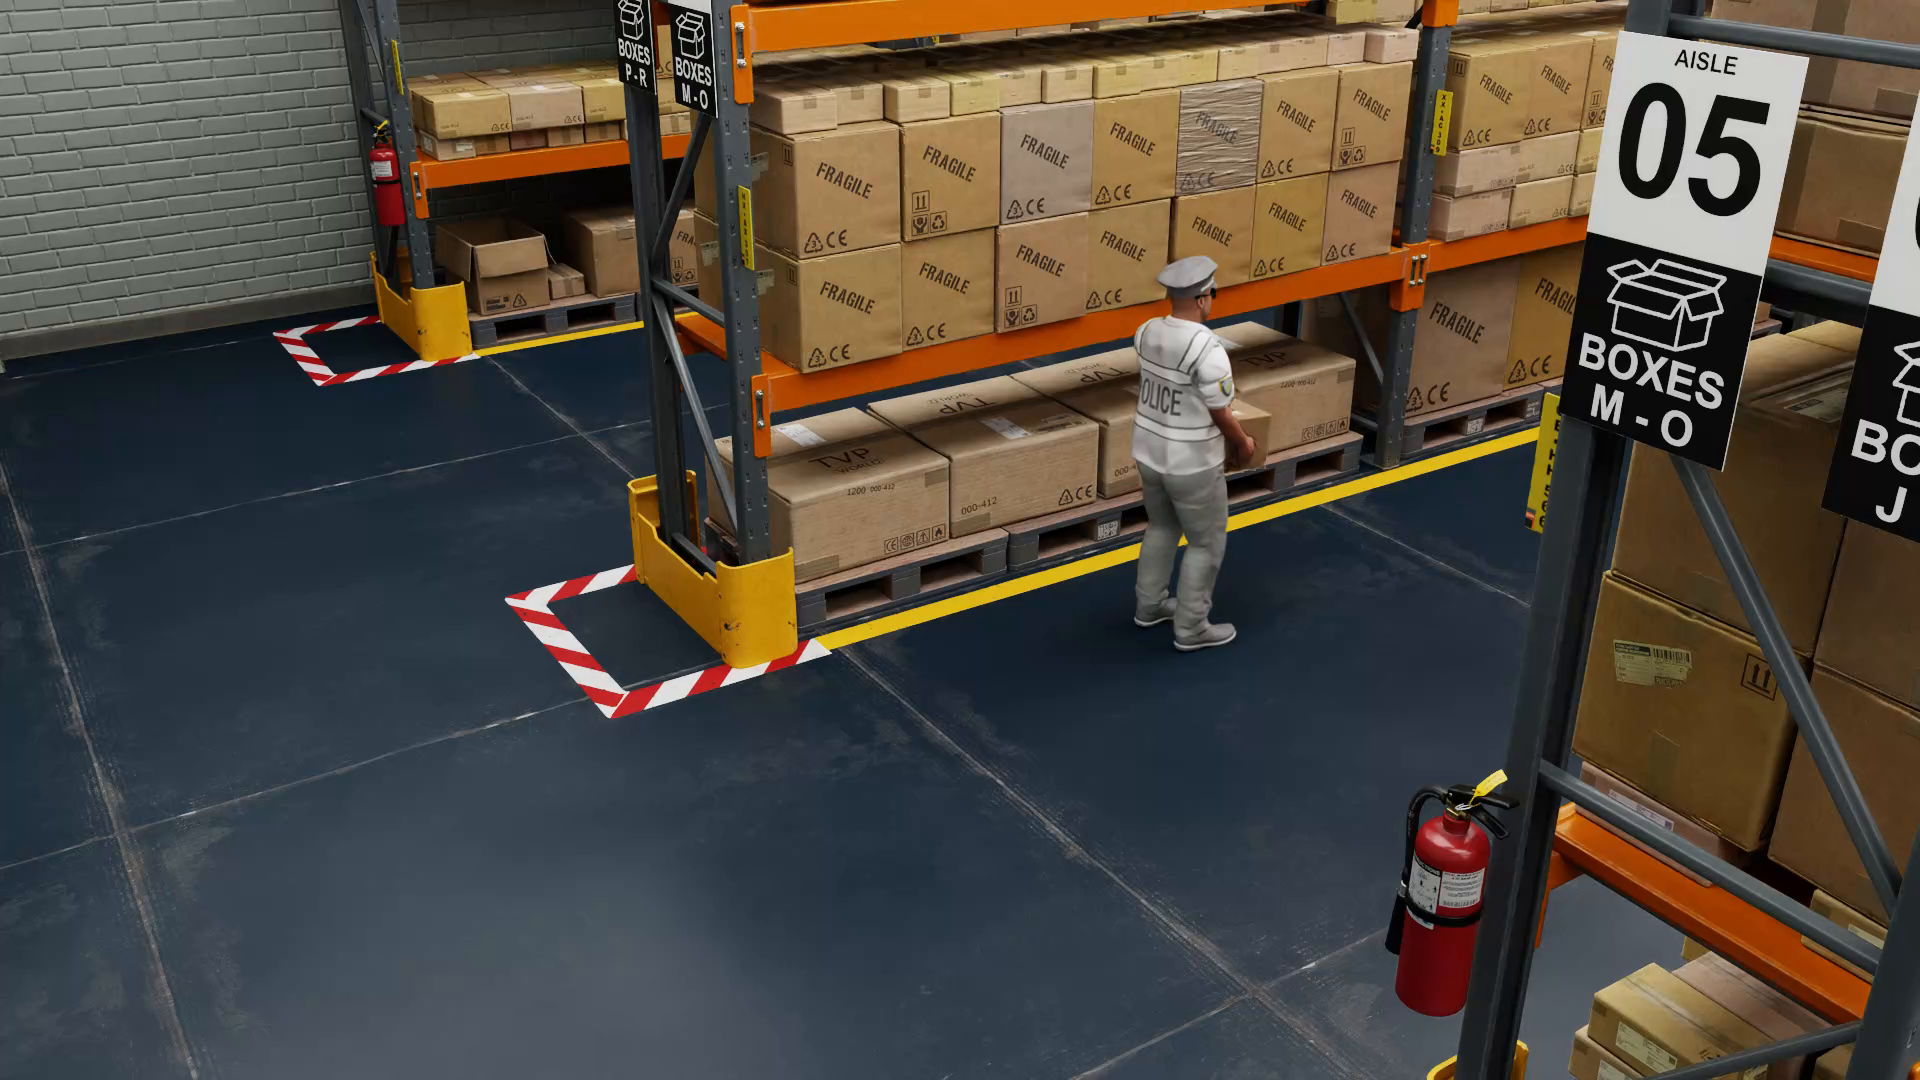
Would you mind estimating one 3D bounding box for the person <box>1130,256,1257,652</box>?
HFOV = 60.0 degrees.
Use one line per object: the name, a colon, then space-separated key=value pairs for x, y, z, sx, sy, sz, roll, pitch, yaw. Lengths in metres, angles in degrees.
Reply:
person: x=1.038 y=-0.394 z=7.414 sx=0.525 sy=1.773 sz=0.527 roll=-16 pitch=29 yaw=-30
